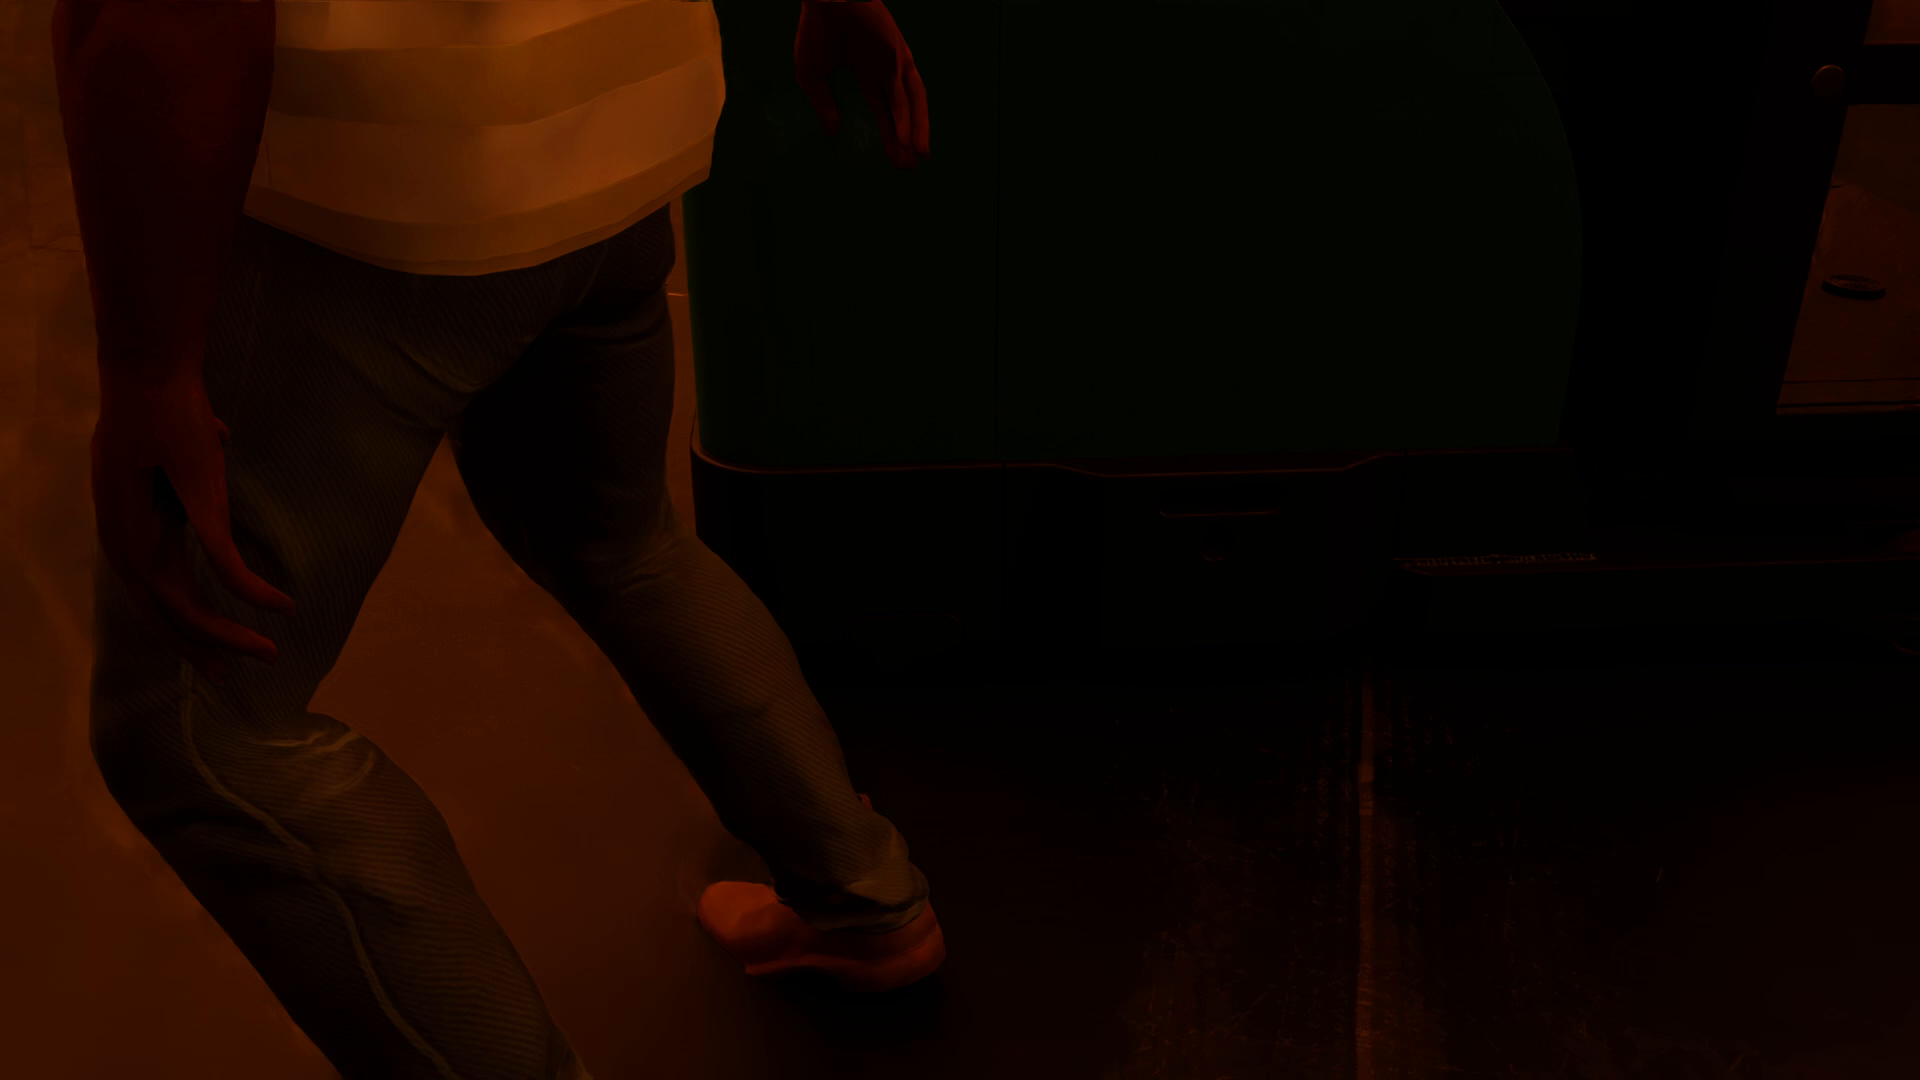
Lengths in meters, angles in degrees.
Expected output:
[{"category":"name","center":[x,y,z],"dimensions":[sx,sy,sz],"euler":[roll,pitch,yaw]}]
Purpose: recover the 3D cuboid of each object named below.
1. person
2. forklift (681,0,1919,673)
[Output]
[{"category":"person","center":[-0.295,-0.293,1.238],"dimensions":[0.502,1.718,0.897],"euler":[12,29,22]},{"category":"forklift","center":[1.147,-1.391,2.004],"dimensions":[3.031,2.935,1.130],"euler":[-2,27,-4]}]
